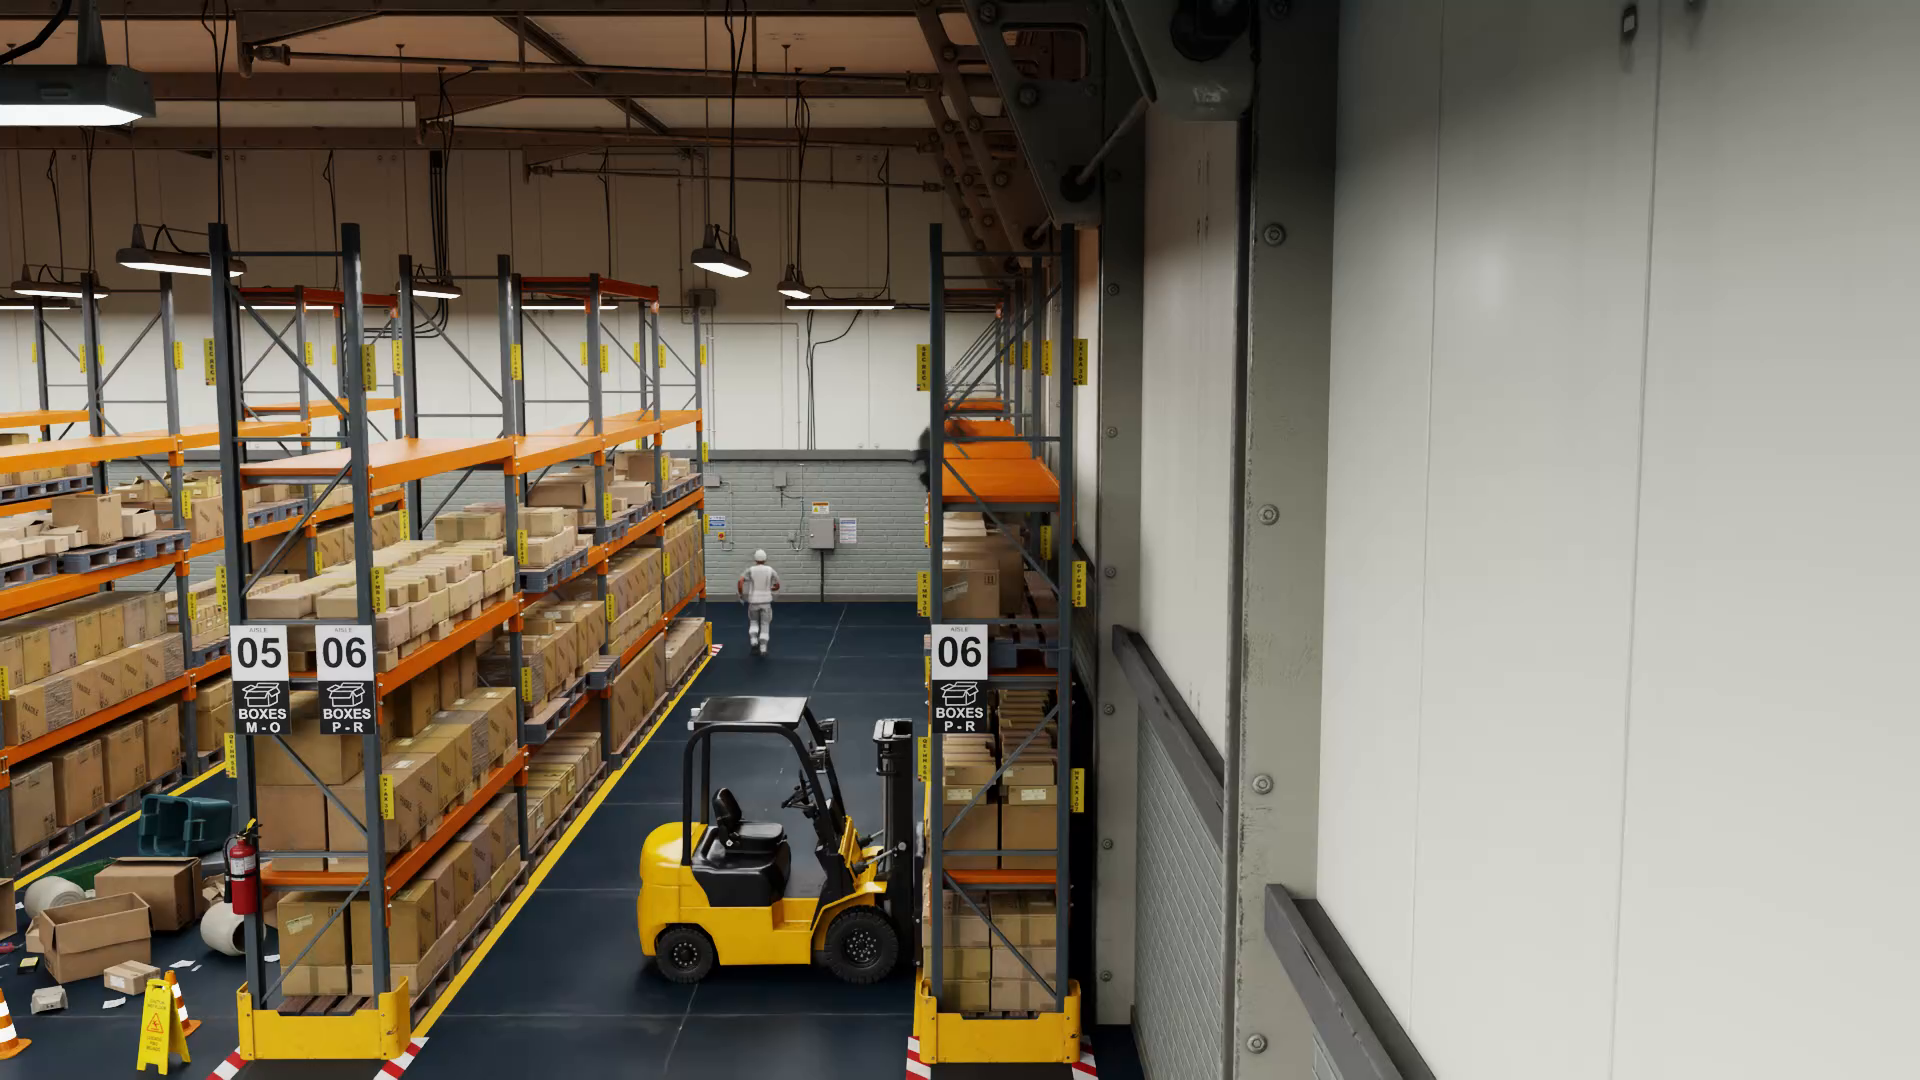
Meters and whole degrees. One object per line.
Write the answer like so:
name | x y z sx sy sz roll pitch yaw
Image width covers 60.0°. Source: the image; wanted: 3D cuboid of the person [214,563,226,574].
person | -11.475 1.249 26.130 0.672 1.844 0.929 1 7 7

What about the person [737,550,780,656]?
person | -3.350 1.057 27.728 0.693 1.806 0.693 -1 7 -5
